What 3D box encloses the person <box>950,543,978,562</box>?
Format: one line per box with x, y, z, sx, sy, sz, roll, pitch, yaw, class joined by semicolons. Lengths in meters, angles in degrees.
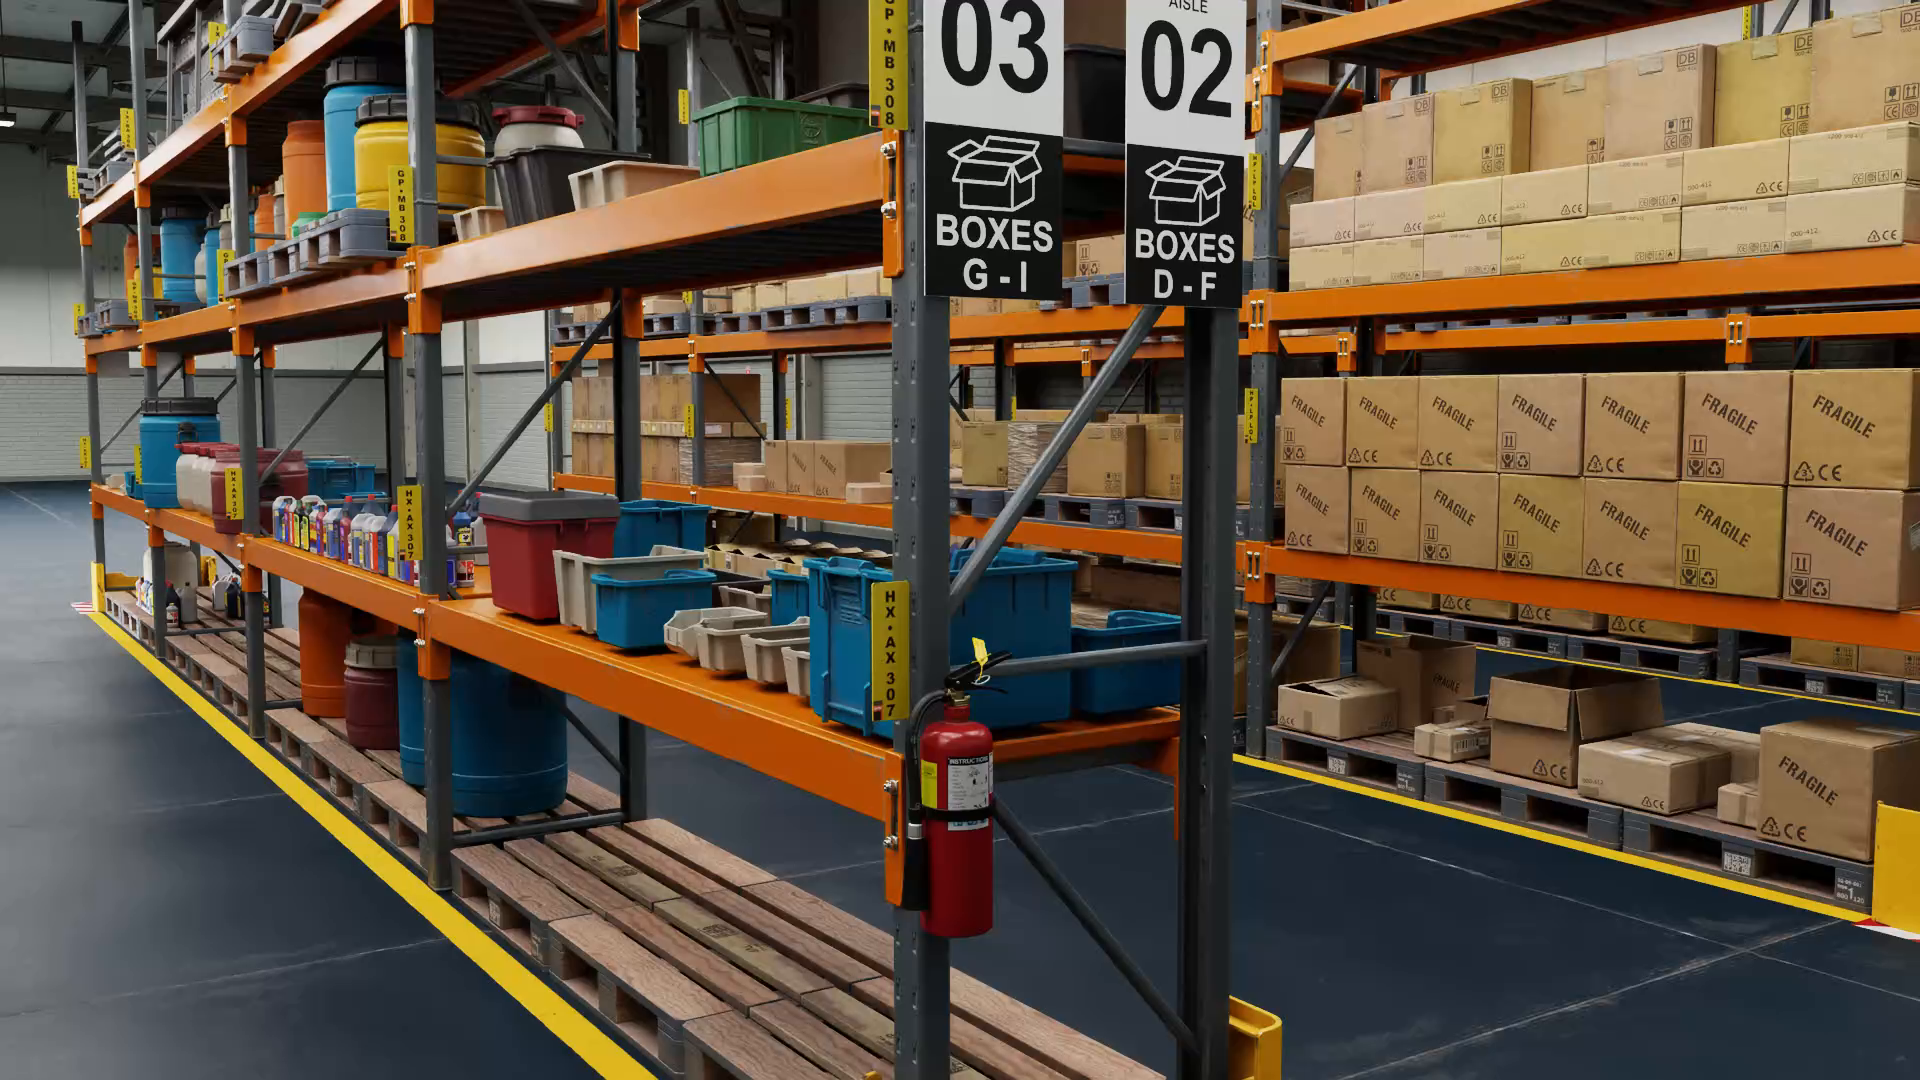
0.133;0.440;16.202;0.458;0.793;0.871;-3;6;-35;person
